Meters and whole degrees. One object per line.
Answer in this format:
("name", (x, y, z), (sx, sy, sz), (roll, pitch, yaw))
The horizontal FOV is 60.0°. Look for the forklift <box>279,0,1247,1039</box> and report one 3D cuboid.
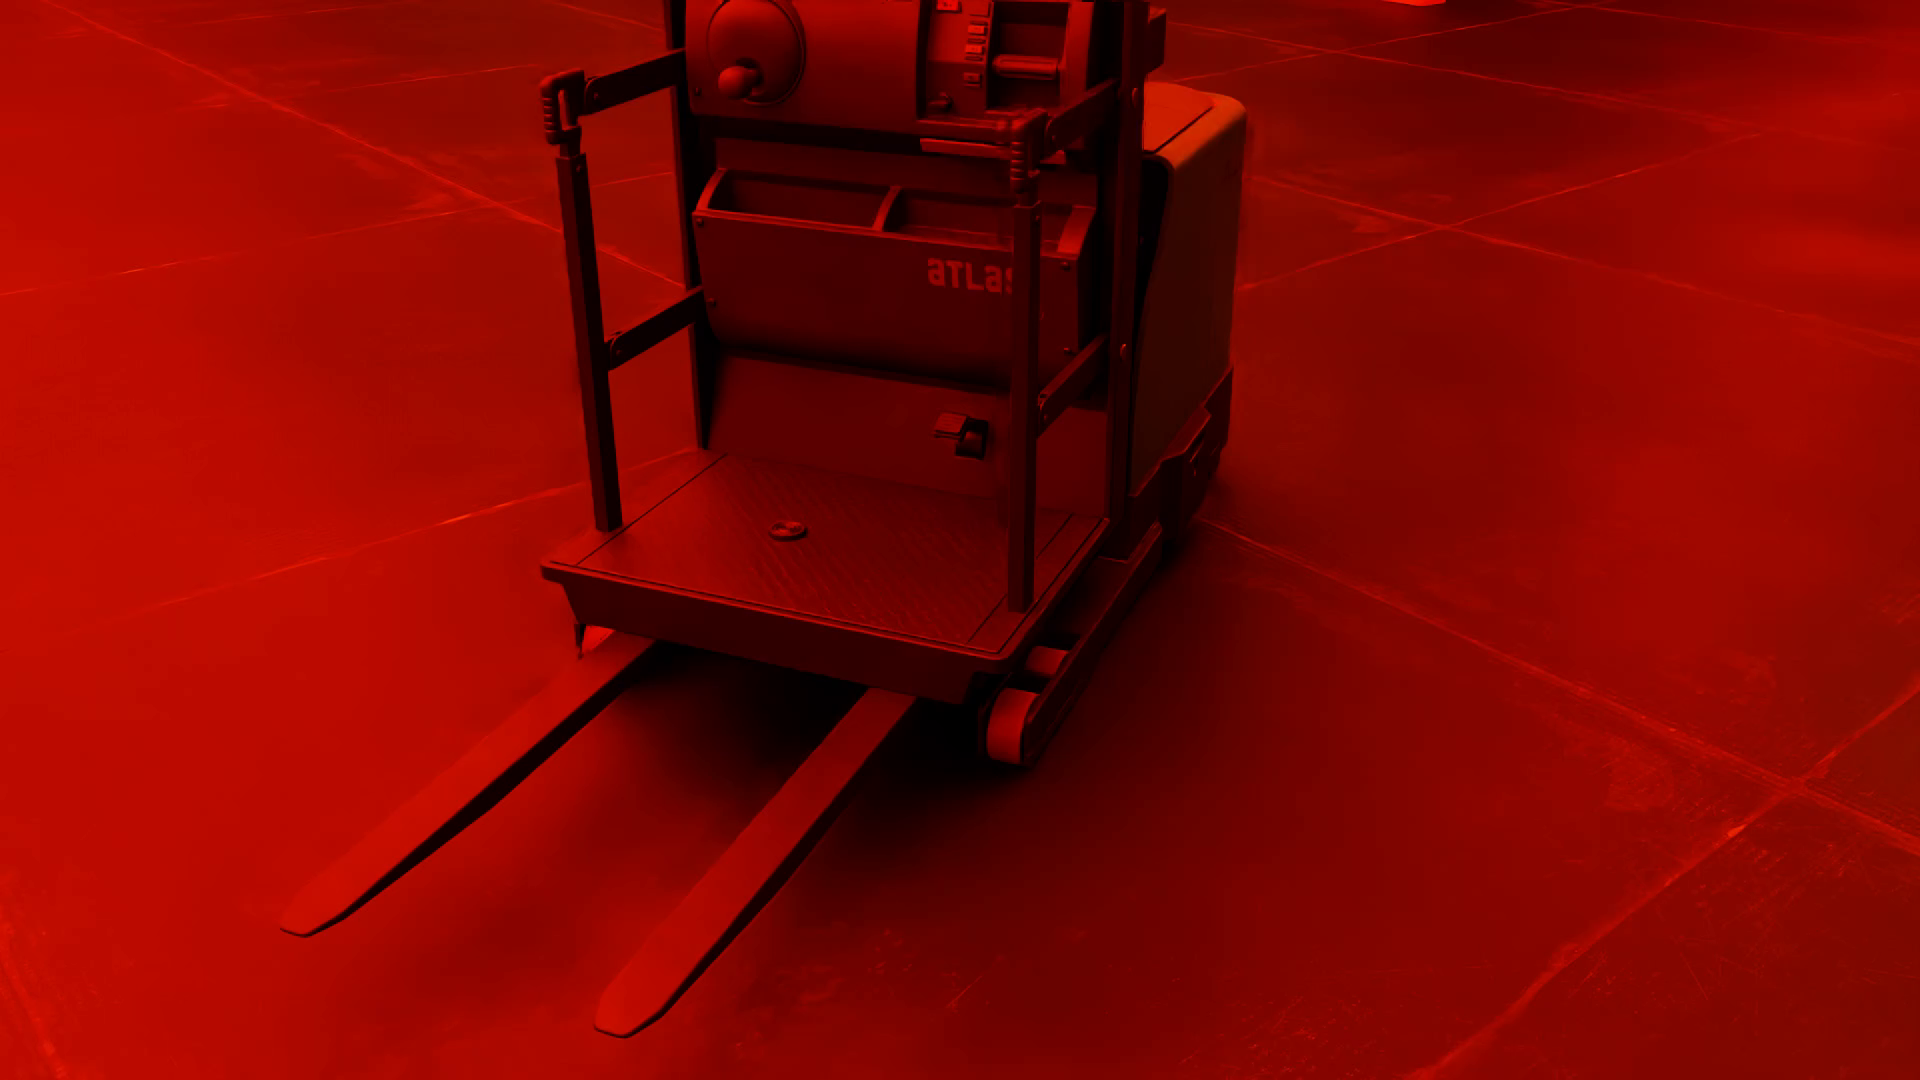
("forklift", (-0.234, -1.045, 3.310), (1.130, 2.935, 3.031), (10, 28, 20))
